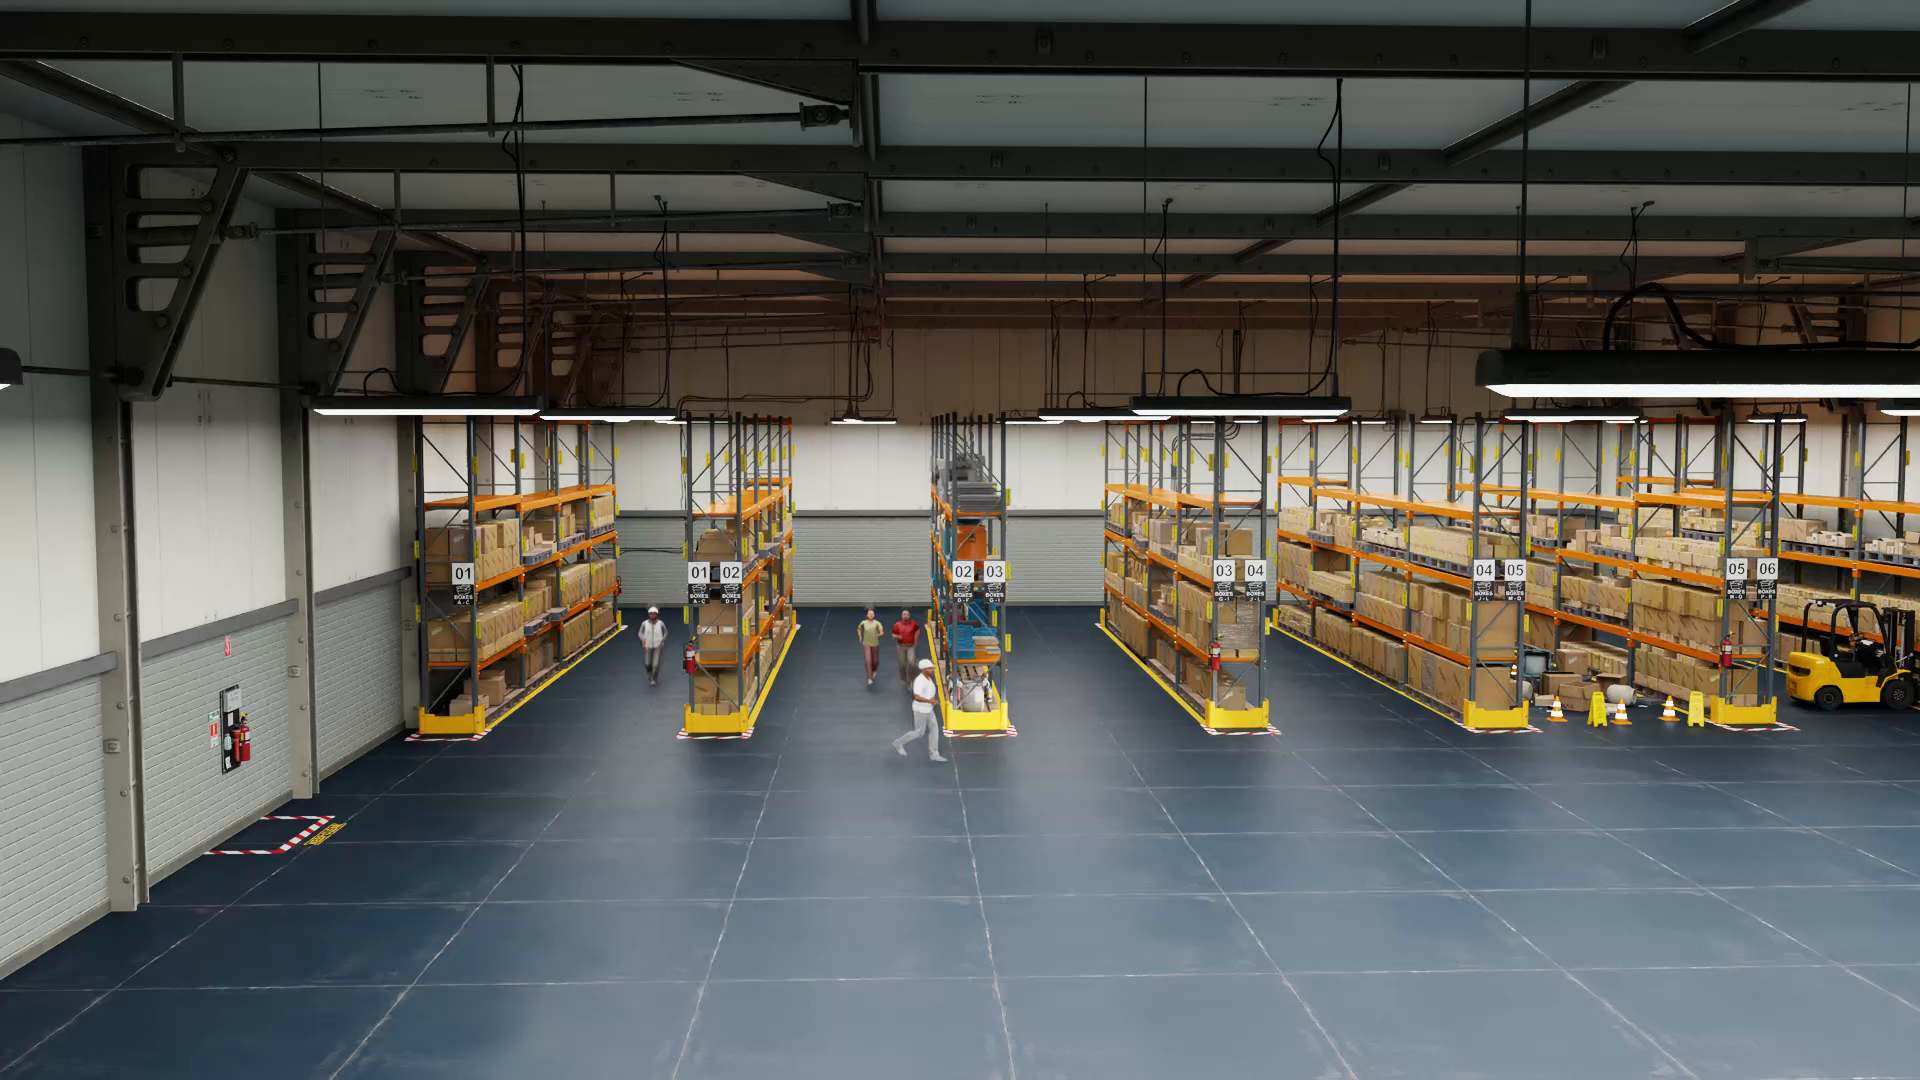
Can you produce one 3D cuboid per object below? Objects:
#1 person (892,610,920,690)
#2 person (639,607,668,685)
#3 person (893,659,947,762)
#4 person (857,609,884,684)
[{"bbox_3d":[-1.180,2.408,36.307,0.611,1.776,0.801,0,4,-2],"label":"person"},{"bbox_3d":[-6.794,2.351,36.821,0.640,1.726,0.576,-1,4,-8],"label":"person"},{"bbox_3d":[-0.676,2.907,28.400,0.948,1.754,0.681,1,4,17],"label":"person"},{"bbox_3d":[-1.995,2.358,37.170,0.586,1.645,0.914,0,4,-6],"label":"person"}]
